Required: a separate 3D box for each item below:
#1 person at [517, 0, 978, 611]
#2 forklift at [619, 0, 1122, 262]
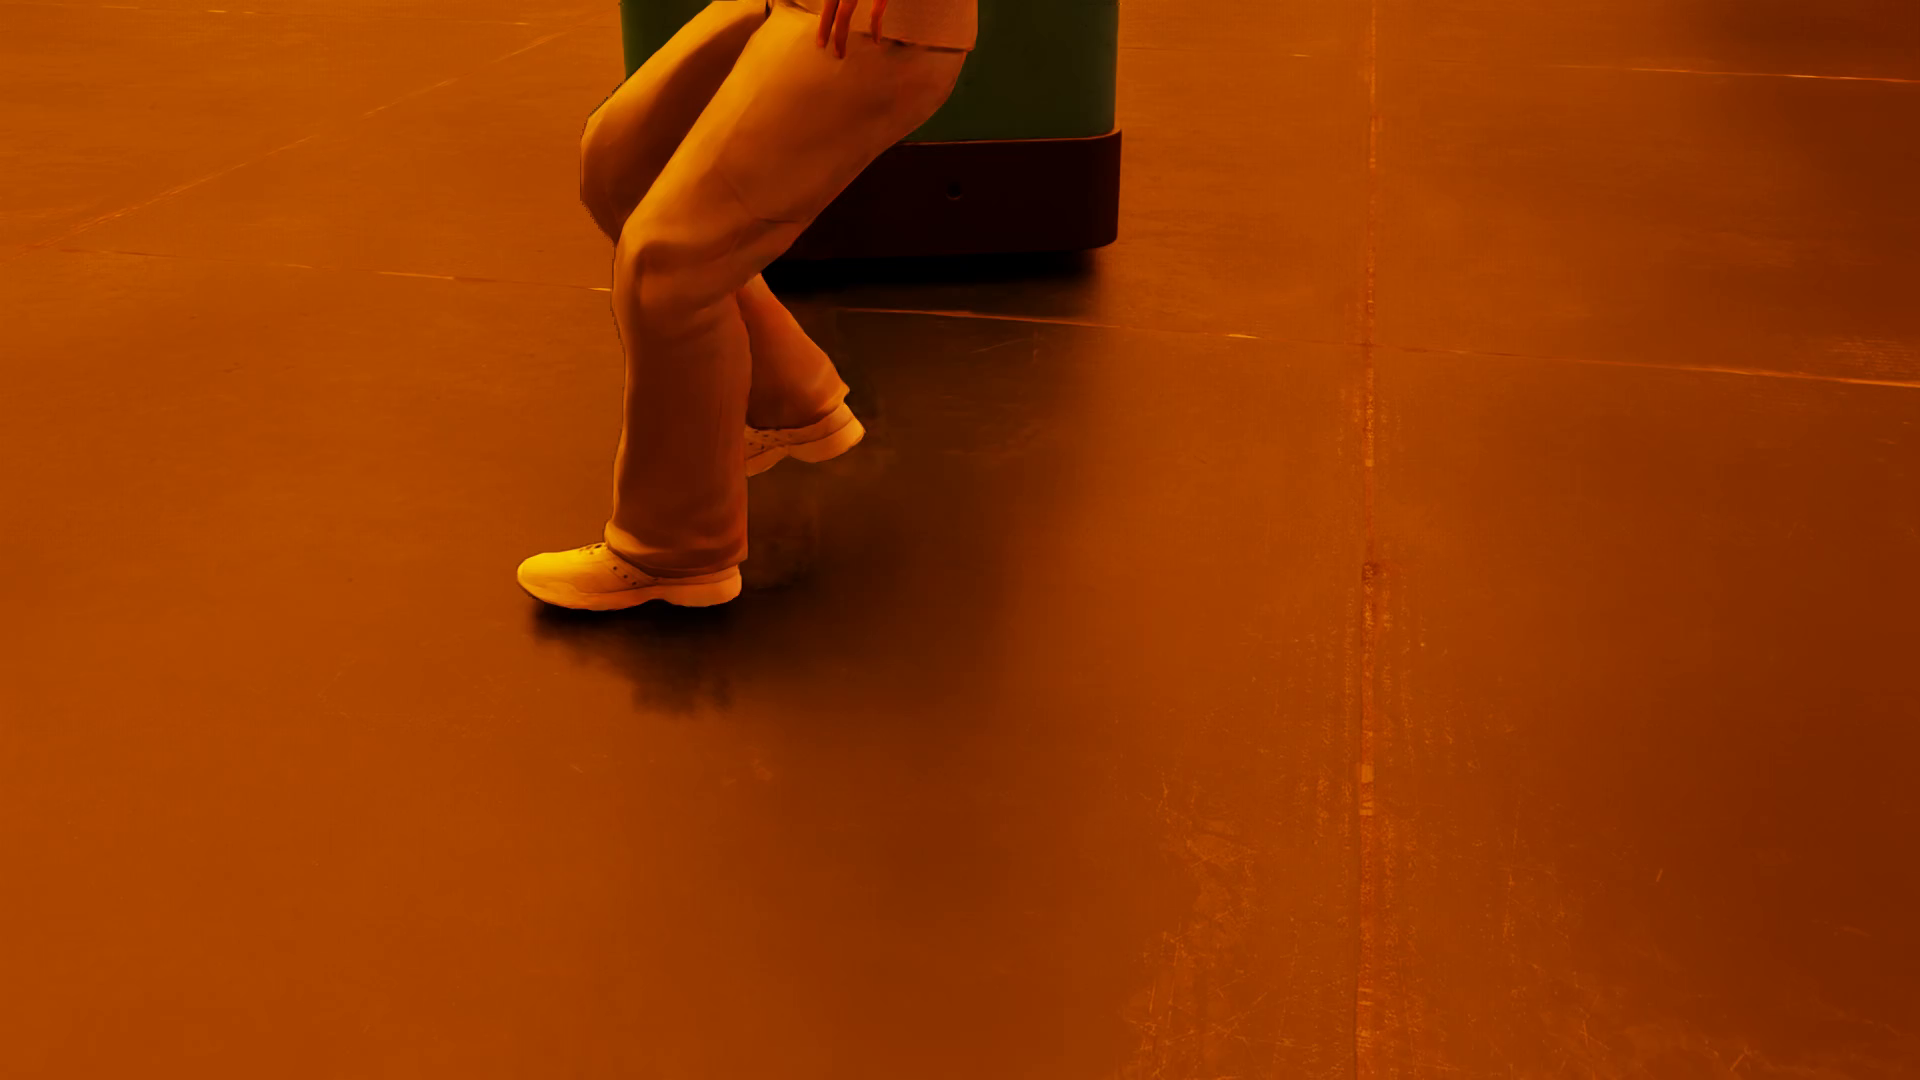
[{"bbox_3d":[-0.284,-0.653,2.062,0.681,1.564,0.902,-5,27,-10],"label":"person"},{"bbox_3d":[-0.353,-2.519,4.240,1.130,2.935,3.031,-3,27,-6],"label":"forklift"}]
